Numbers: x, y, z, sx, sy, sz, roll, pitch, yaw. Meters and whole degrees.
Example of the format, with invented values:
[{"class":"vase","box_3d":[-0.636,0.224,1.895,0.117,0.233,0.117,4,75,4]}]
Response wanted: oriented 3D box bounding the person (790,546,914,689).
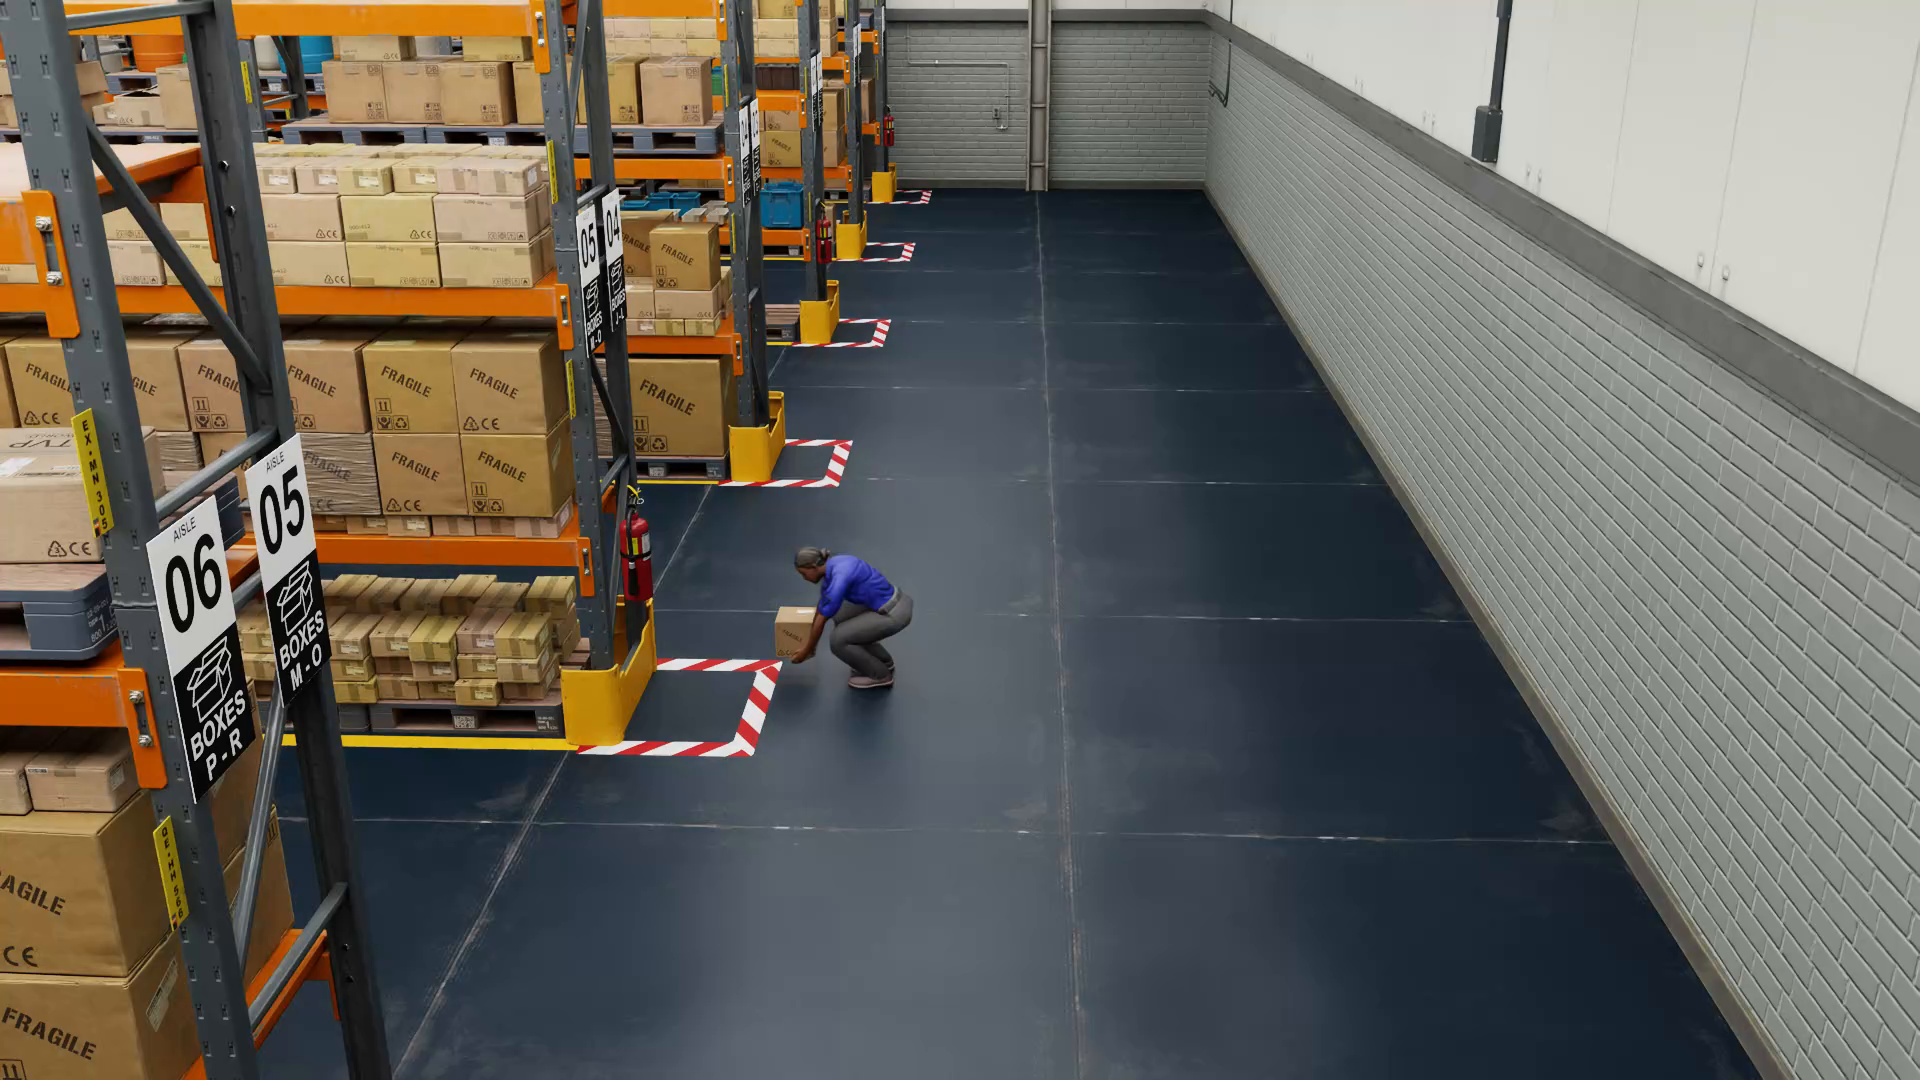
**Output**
[{"class":"person","box_3d":[-0.707,0.478,10.834,0.809,0.955,0.485,1,21,2]}]
